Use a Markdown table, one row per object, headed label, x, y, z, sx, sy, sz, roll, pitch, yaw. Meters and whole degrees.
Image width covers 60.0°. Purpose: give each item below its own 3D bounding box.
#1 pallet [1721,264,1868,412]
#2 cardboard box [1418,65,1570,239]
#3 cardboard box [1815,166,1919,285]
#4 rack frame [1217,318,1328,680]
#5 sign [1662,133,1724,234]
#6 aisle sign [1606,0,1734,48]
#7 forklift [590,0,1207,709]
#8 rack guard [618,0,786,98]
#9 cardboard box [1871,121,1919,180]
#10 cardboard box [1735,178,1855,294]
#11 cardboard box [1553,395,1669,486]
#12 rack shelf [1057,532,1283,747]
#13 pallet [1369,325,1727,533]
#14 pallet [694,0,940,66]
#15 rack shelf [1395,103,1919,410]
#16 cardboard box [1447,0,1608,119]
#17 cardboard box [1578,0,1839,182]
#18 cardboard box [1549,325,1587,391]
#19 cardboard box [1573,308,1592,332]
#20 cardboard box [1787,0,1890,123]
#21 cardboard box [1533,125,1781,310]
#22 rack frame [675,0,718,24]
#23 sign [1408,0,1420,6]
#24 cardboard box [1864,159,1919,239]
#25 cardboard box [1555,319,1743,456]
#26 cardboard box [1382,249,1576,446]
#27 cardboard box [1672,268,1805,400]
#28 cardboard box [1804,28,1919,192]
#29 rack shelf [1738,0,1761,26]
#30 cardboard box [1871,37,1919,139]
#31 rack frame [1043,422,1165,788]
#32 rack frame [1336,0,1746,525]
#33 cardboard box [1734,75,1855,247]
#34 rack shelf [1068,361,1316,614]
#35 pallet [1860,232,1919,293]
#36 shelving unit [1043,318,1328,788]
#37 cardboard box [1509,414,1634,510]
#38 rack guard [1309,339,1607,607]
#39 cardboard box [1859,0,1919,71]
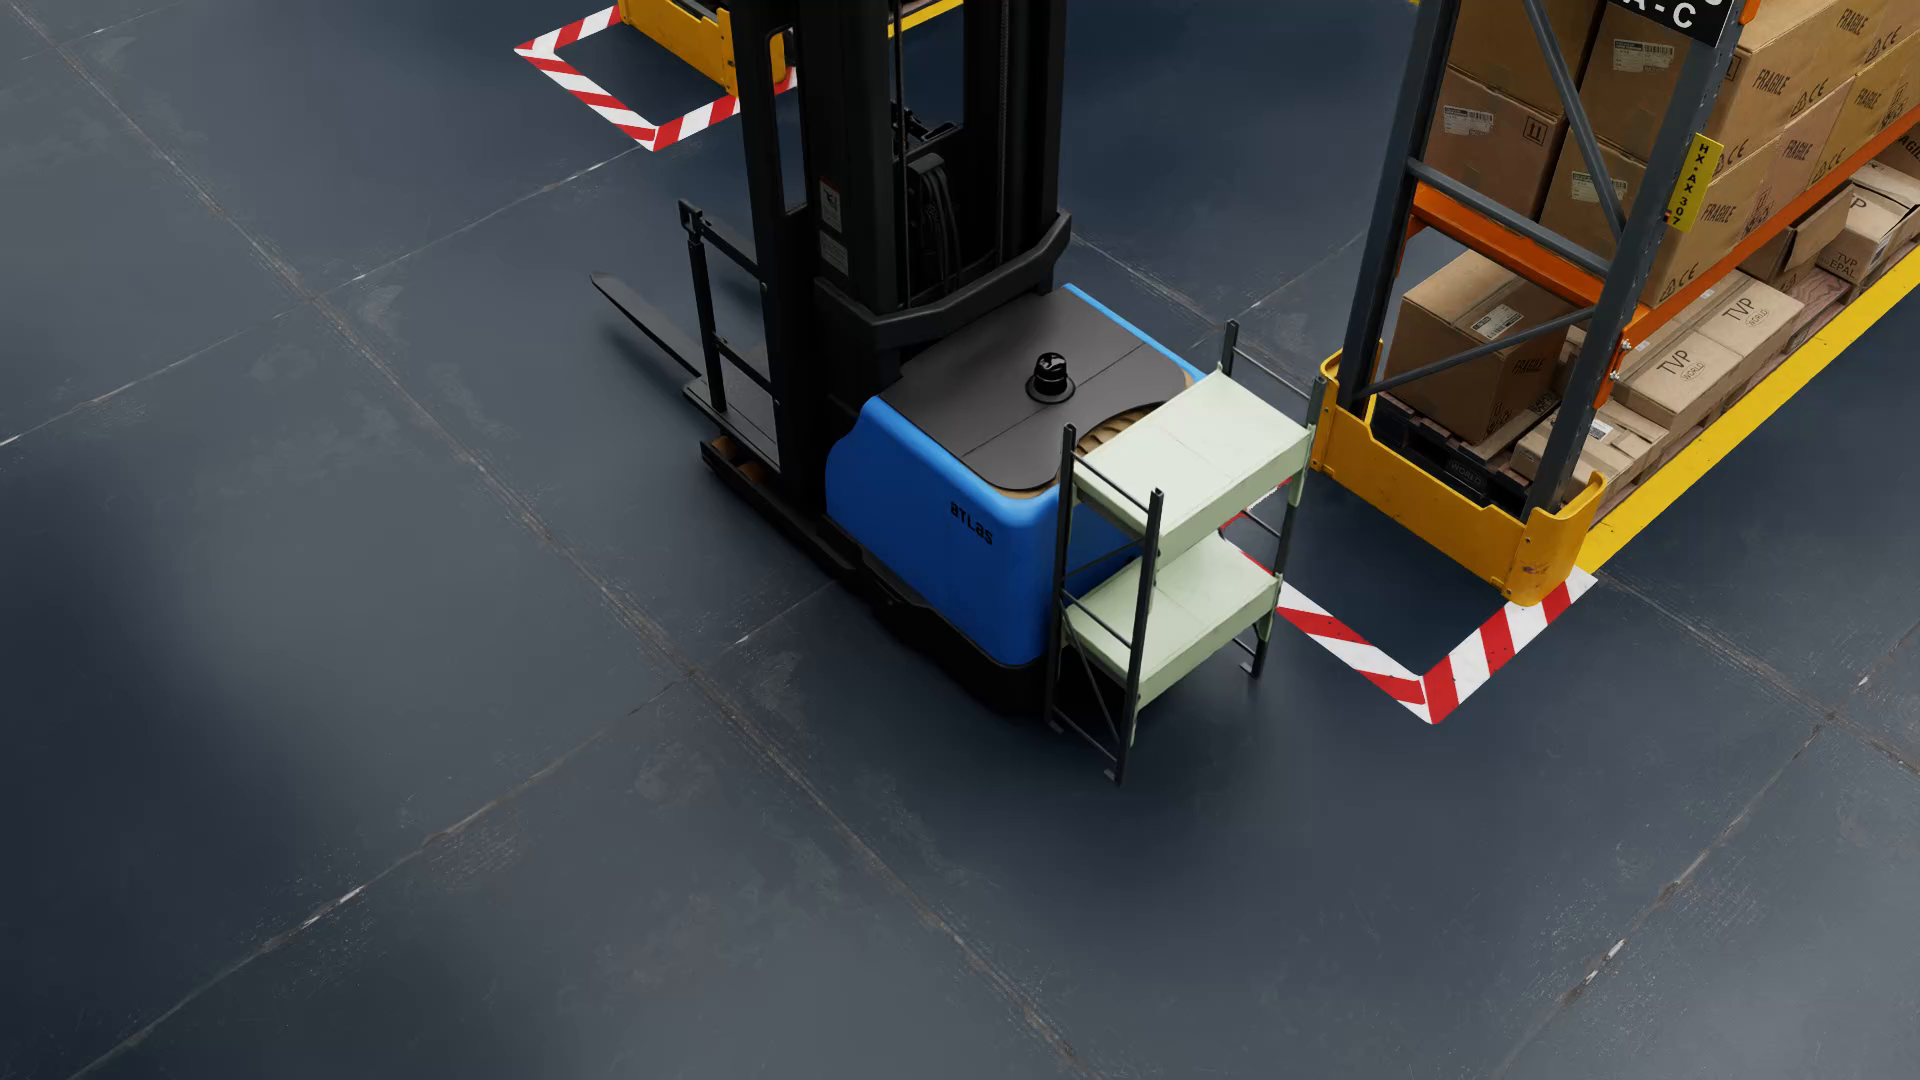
| label | x | y | z | sx | sy | sz | roll | pitch | yaw |
| --- | --- | --- | --- | --- | --- | --- | --- | --- | --- |
| pallet | 3.441 | -1.187 | 7.702 | 1.213 | 0.211 | 1.003 | -34 | 56 | -27 |
| cardboard box | 2.041 | -1.504 | 6.028 | 0.500 | 0.500 | 0.500 | -32 | 55 | -26 |
| cardboard box | 4.067 | -1.509 | 7.631 | 0.500 | 0.311 | 0.500 | -34 | 56 | -27 |
| rack frame | 0.998 | -0.093 | 5.814 | 0.023 | 1.500 | 0.400 | -33 | 56 | -27 |
| sign | 2.258 | -1.099 | 5.134 | 0.005 | 0.325 | 0.100 | -34 | 56 | -27 |
| aisle sign | 2.040 | -1.788 | 4.590 | 0.004 | 0.787 | 0.394 | -34 | 56 | -27 |
| forklift | -0.431 | -1.381 | 6.030 | 1.130 | 2.935 | 3.031 | -33 | 55 | -27 |
| rack guard | -1.446 | -2.929 | 9.112 | 0.348 | 0.500 | 1.175 | -34 | 56 | -27 |
| cardboard box | 4.622 | -1.943 | 7.904 | 0.500 | 0.500 | 0.500 | -34 | 56 | -27 |
| cardboard box | 3.466 | -1.449 | 7.445 | 0.637 | 0.503 | 0.797 | -34 | 56 | -27 |
| cardboard box | 2.619 | -0.432 | 6.736 | 0.250 | 0.166 | 0.380 | -34 | 56 | -27 |
| rack shelf | 0.724 | 0.305 | 5.889 | 0.720 | 0.370 | 0.431 | -33 | 56 | -27 |
| pallet | 2.538 | -0.587 | 7.148 | 1.213 | 0.211 | 1.003 | -34 | 56 | -27 |
| pallet | -0.800 | -3.237 | 9.593 | 1.213 | 0.211 | 1.003 | -34 | 56 | -27 |
| rack shelf | 3.373 | -1.845 | 6.901 | 4.000 | 0.370 | 1.077 | -34 | 56 | -27 |
| cardboard box | 2.037 | -1.843 | 5.661 | 0.500 | 0.500 | 0.500 | -34 | 56 | -27 |
| cardboard box | 2.399 | -1.549 | 5.390 | 0.500 | 0.500 | 0.500 | -32 | 55 | -26 |
| cardboard box | 2.490 | -0.843 | 7.115 | 0.250 | 0.166 | 0.380 | -34 | 56 | -27 |
| cardboard box | 2.852 | -1.173 | 7.363 | 0.500 | 0.250 | 0.500 | -34 | 56 | -27 |
| cardboard box | 2.780 | -1.812 | 5.632 | 0.500 | 0.500 | 0.500 | -33 | 55 | -27 |
| cardboard box | 2.399 | -1.210 | 5.758 | 0.500 | 0.500 | 0.500 | -33 | 55 | -26 |
| rack frame | -1.437 | -3.796 | 8.211 | 0.127 | 3.000 | 1.000 | -34 | 56 | -27 |
| sign | 1.534 | -1.912 | 5.470 | 0.005 | 0.325 | 0.100 | -34 | 56 | -27 |
| cardboard box | 4.385 | -1.606 | 7.832 | 0.250 | 0.149 | 0.380 | -34 | 56 | -27 |
| cardboard box | 2.856 | -0.679 | 6.907 | 0.500 | 0.250 | 0.500 | -34 | 56 | -27 |
| cardboard box | 2.129 | -0.804 | 6.853 | 0.500 | 0.500 | 0.500 | -34 | 56 | -27 |
| cardboard box | 3.226 | -0.926 | 7.135 | 0.500 | 0.250 | 0.500 | -34 | 56 | -27 |
| cardboard box | 3.150 | -1.715 | 6.223 | 0.500 | 0.500 | 0.500 | -34 | 56 | -27 |
| rack shelf | 3.373 | -2.862 | 5.799 | 4.000 | 0.370 | 1.077 | -34 | 56 | -27 |
| cardboard box | 3.521 | -1.961 | 6.450 | 0.500 | 0.500 | 0.500 | -33 | 55 | -27 |
| rack frame | 0.451 | 0.264 | 5.484 | 0.023 | 1.500 | 0.400 | -33 | 56 | -27 |
| rack frame | 1.893 | -1.100 | 5.724 | 0.127 | 3.000 | 1.000 | -34 | 56 | -27 |
| cardboard box | 2.777 | -1.468 | 5.996 | 0.500 | 0.500 | 0.500 | -34 | 56 | -27 |
| rack shelf | 0.726 | -0.178 | 5.361 | 0.720 | 0.370 | 0.431 | -33 | 56 | -27 |
| pallet | 4.344 | -1.793 | 8.261 | 1.213 | 0.211 | 1.003 | -34 | 56 | -27 |
| shelving unit | 0.725 | 0.085 | 5.649 | 0.755 | 1.500 | 0.431 | -33 | 56 | -27 |
| cardboard box | 2.434 | -0.303 | 6.629 | 0.250 | 0.149 | 0.380 | -34 | 56 | -27 |
| rack guard | 1.949 | -0.290 | 6.677 | 0.348 | 0.500 | 1.175 | -34 | 56 | -27 |
| cardboard box | 3.154 | -2.056 | 5.858 | 0.500 | 0.500 | 0.500 | -33 | 55 | -27 |
